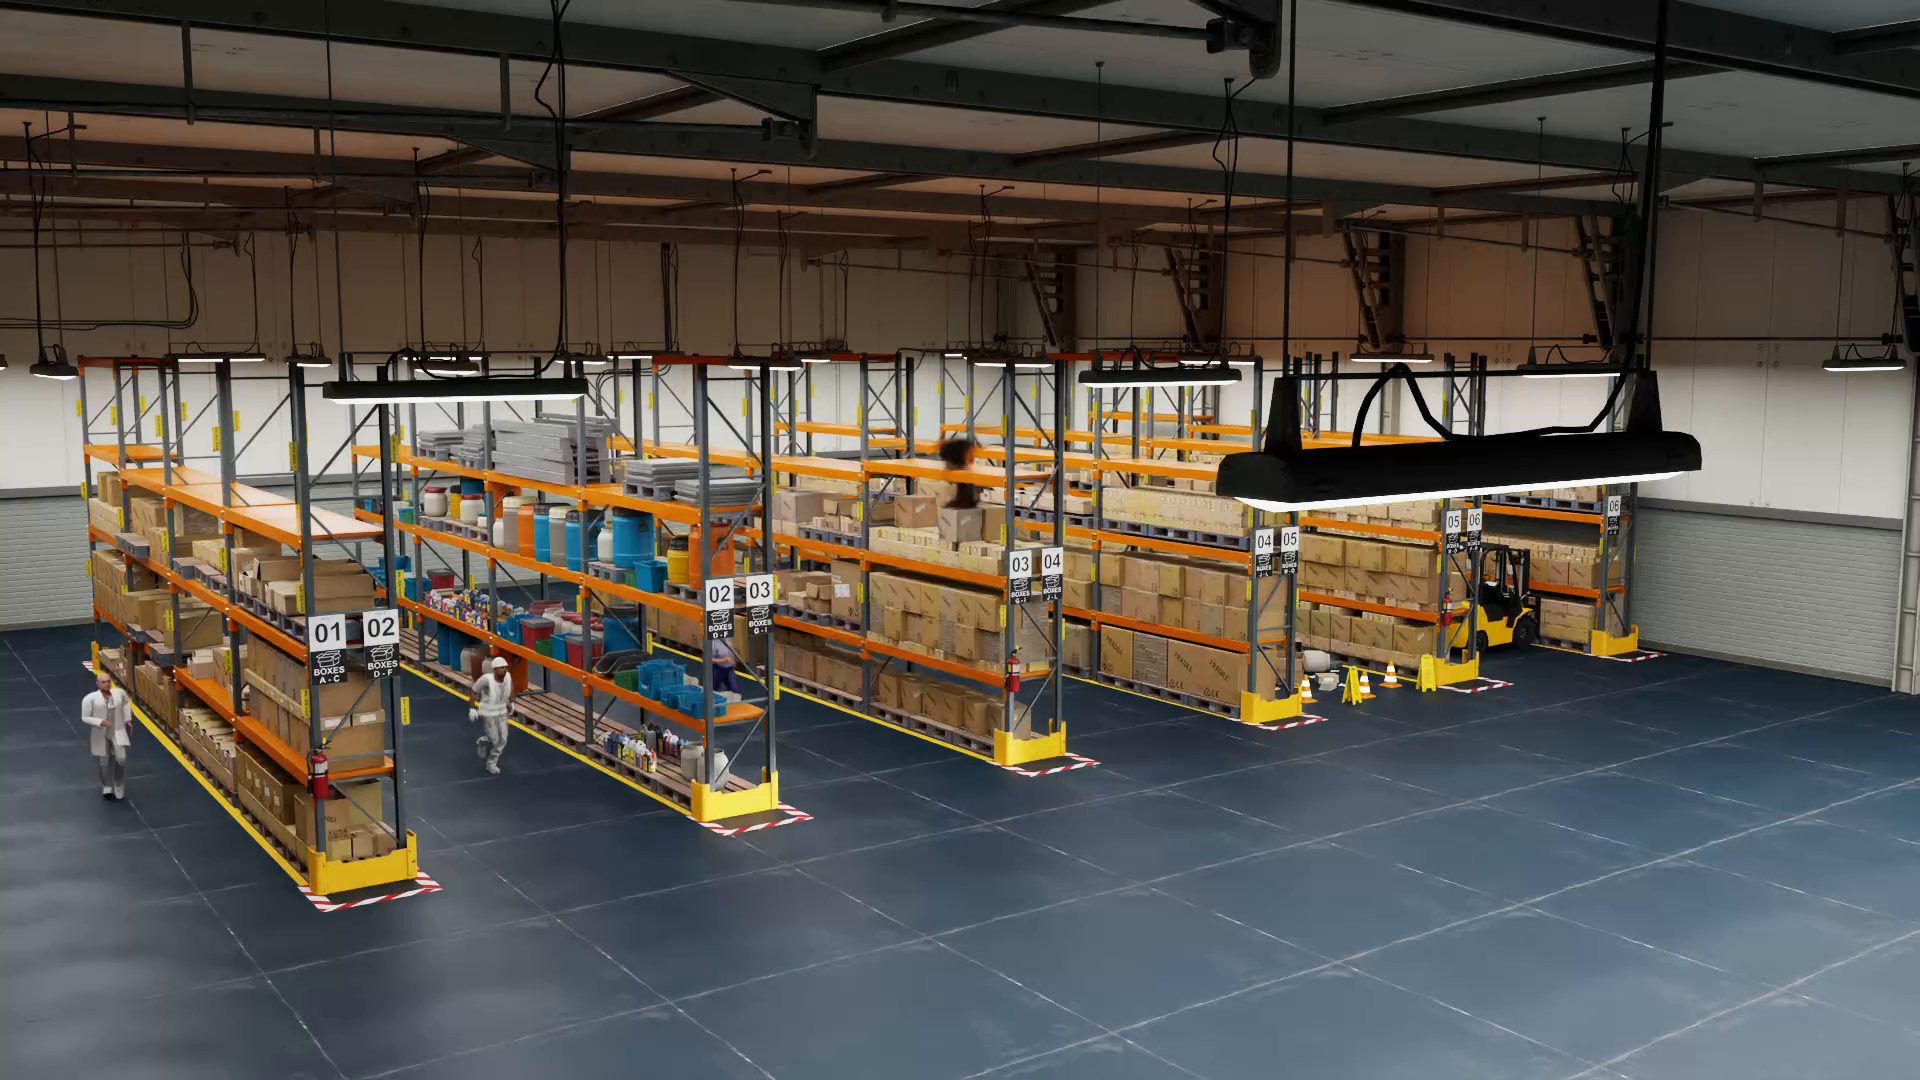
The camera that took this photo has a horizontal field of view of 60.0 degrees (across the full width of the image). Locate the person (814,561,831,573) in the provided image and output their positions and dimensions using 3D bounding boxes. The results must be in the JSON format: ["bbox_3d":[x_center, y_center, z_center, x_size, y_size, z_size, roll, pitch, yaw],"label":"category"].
[{"bbox_3d":[-3.403,0.369,41.979,0.975,1.754,0.744,2,7,13],"label":"person"}]

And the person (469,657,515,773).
[{"bbox_3d":[-6.848,2.540,24.351,0.696,1.708,0.685,5,9,37],"label":"person"}]

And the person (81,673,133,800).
[{"bbox_3d":[-11.673,2.699,22.803,0.654,1.780,0.850,-5,8,-34],"label":"person"}]

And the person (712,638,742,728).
[{"bbox_3d":[-3.952,2.218,27.349,0.604,1.678,0.902,-6,9,-42],"label":"person"}]
